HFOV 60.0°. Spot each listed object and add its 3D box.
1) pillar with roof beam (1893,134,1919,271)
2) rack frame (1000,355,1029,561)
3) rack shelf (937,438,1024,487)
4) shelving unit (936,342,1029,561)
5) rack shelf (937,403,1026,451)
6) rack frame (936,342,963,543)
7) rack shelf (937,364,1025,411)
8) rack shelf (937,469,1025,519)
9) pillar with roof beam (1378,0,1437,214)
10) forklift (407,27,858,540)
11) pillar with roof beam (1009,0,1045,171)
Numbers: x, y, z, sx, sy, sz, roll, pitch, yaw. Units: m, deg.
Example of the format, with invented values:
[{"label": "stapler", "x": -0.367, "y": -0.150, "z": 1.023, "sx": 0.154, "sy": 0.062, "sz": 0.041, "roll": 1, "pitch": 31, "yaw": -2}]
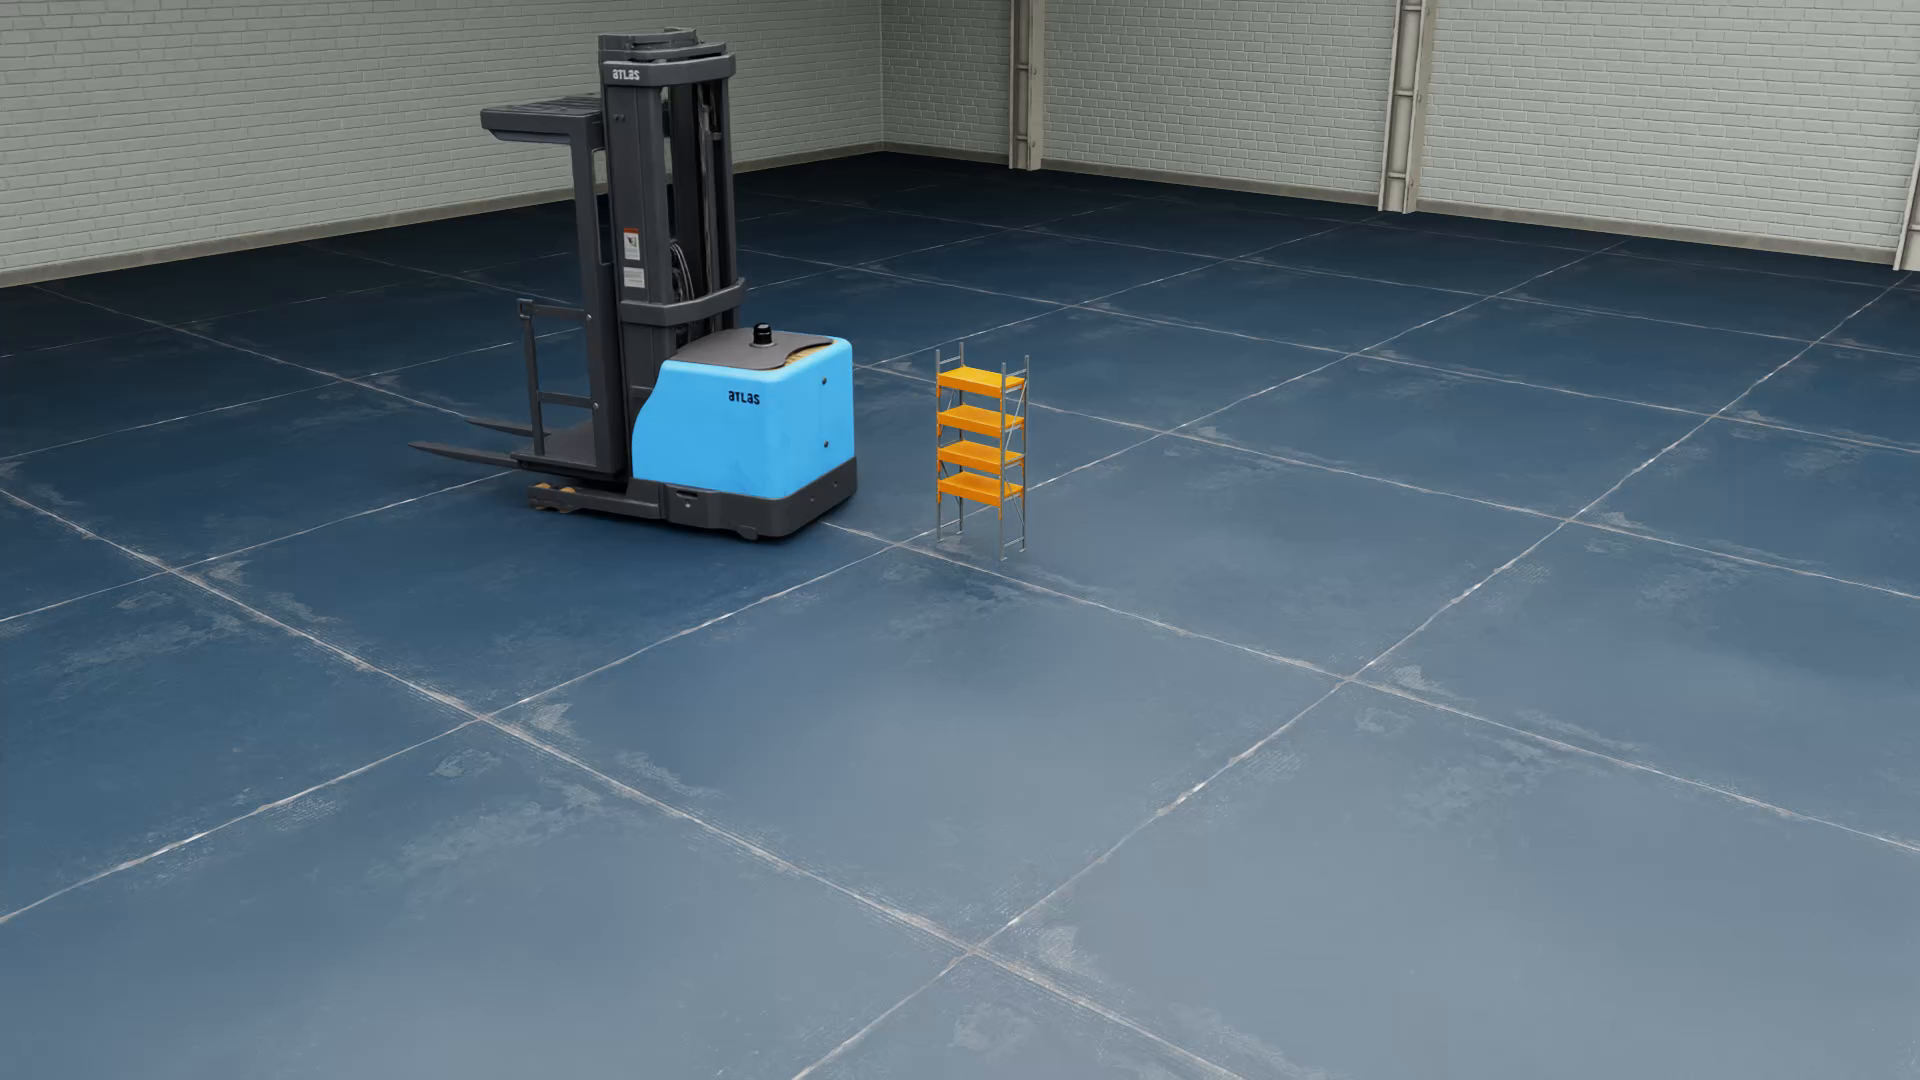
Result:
[{"label": "pillar with roof beam", "x": 7.557, "y": -5.939, "z": 13.165, "sx": 0.400, "sy": 9.000, "sz": 9.100, "roll": 16, "pitch": 26, "yaw": 36}, {"label": "rack frame", "x": 0.317, "y": -0.470, "z": 9.714, "sx": 0.015, "sy": 1.200, "sz": 0.240, "roll": 16, "pitch": 26, "yaw": 36}, {"label": "rack shelf", "x": 0.128, "y": -0.462, "z": 9.882, "sx": 0.480, "sy": 0.148, "sz": 0.258, "roll": 16, "pitch": 26, "yaw": 36}, {"label": "shelving unit", "x": 0.128, "y": -0.524, "z": 9.859, "sx": 0.503, "sy": 1.200, "sz": 0.258, "roll": 16, "pitch": 26, "yaw": 36}, {"label": "rack shelf", "x": 0.128, "y": -0.671, "z": 9.803, "sx": 0.480, "sy": 0.148, "sz": 0.258, "roll": 16, "pitch": 26, "yaw": 36}, {"label": "rack frame", "x": -0.061, "y": -0.579, "z": 10.003, "sx": 0.015, "sy": 1.200, "sz": 0.240, "roll": 16, "pitch": 26, "yaw": 36}, {"label": "rack shelf", "x": 0.128, "y": -0.892, "z": 9.720, "sx": 0.480, "sy": 0.148, "sz": 0.258, "roll": 16, "pitch": 26, "yaw": 36}, {"label": "rack shelf", "x": 0.128, "y": -0.276, "z": 9.952, "sx": 0.480, "sy": 0.148, "sz": 0.258, "roll": 16, "pitch": 26, "yaw": 36}, {"label": "pillar with roof beam", "x": 2.908, "y": -7.278, "z": 16.715, "sx": 0.400, "sy": 9.000, "sz": 9.100, "roll": 16, "pitch": 26, "yaw": 36}, {"label": "forklift", "x": -2.229, "y": -1.698, "z": 10.518, "sx": 3.031, "sy": 2.935, "sz": 1.130, "roll": 9, "pitch": 22, "yaw": 23}, {"label": "pillar with roof beam", "x": -1.740, "y": -8.617, "z": 20.264, "sx": 0.400, "sy": 9.000, "sz": 9.100, "roll": 16, "pitch": 26, "yaw": 36}]
